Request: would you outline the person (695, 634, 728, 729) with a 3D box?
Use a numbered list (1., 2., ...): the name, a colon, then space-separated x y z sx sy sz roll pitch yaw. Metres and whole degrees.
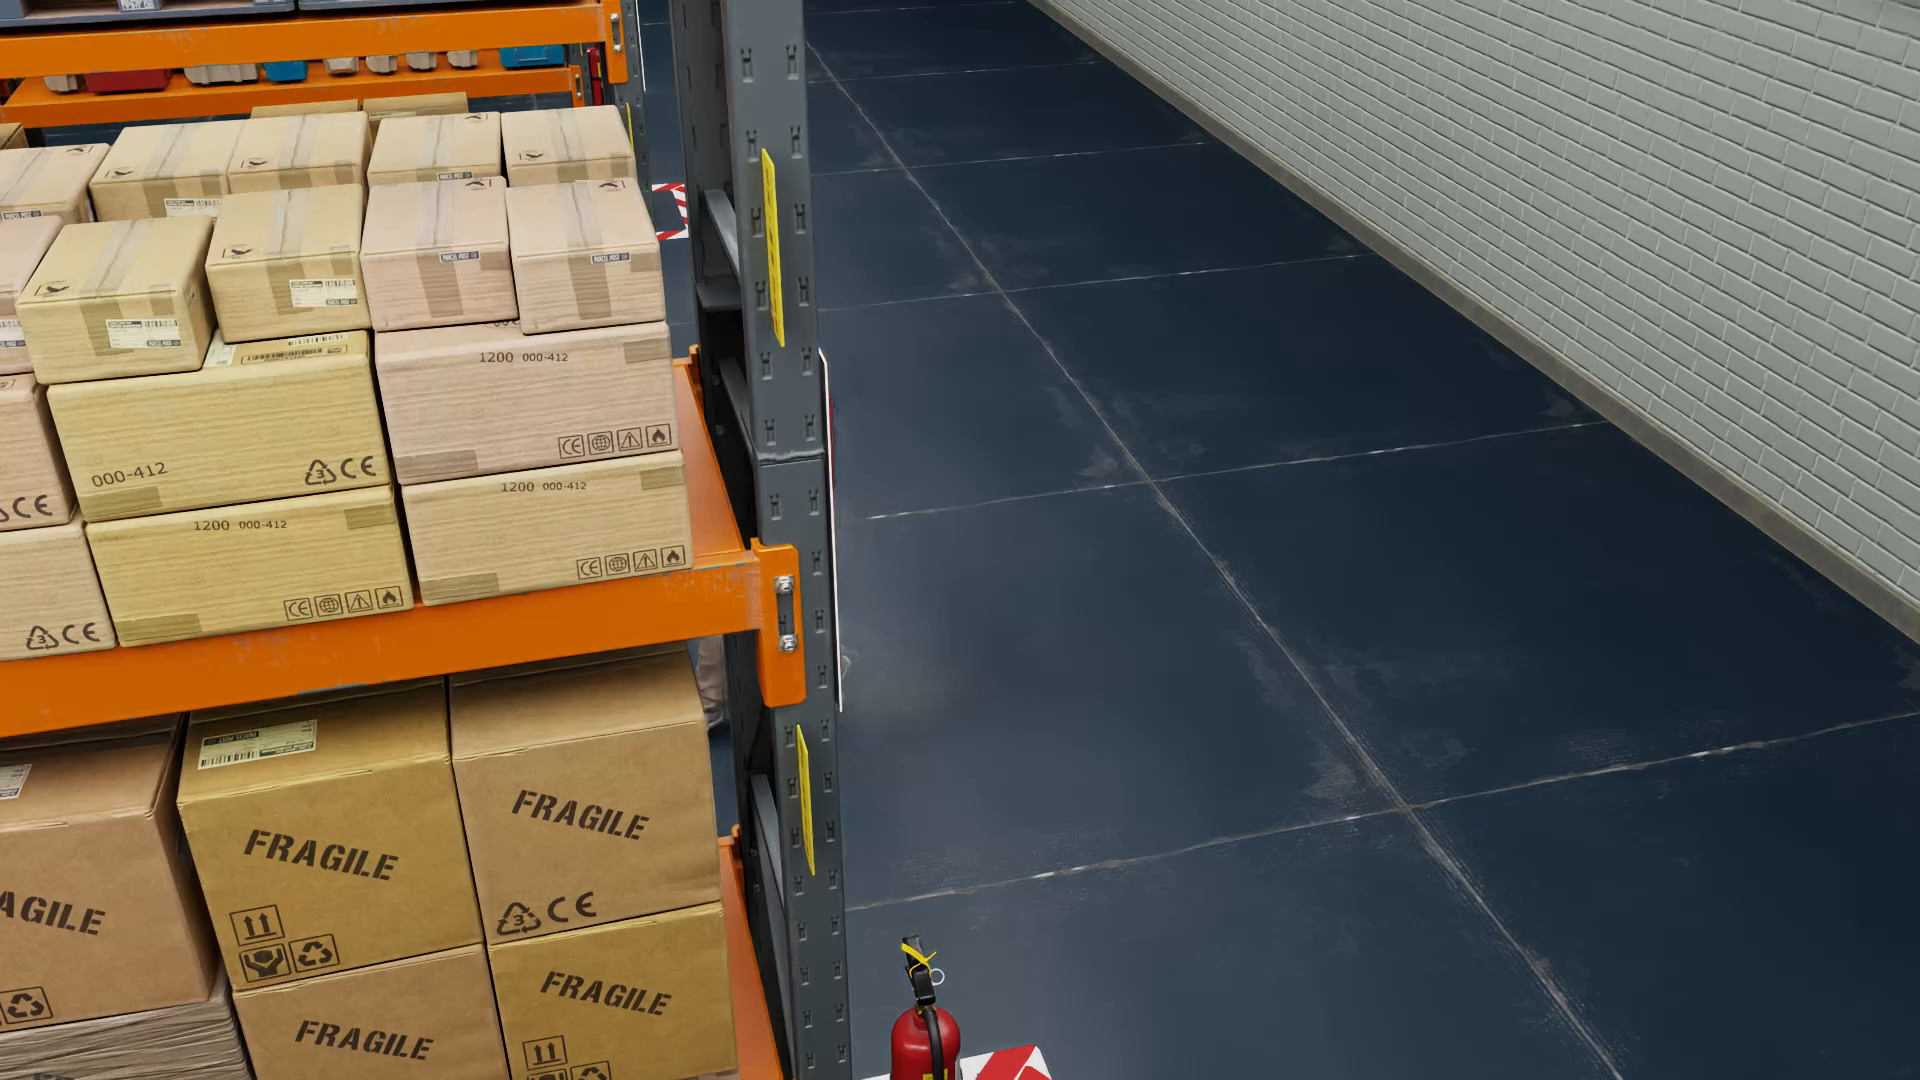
1. person: -1.050 -0.002 7.123 0.679 1.707 0.581 -4 30 -8
